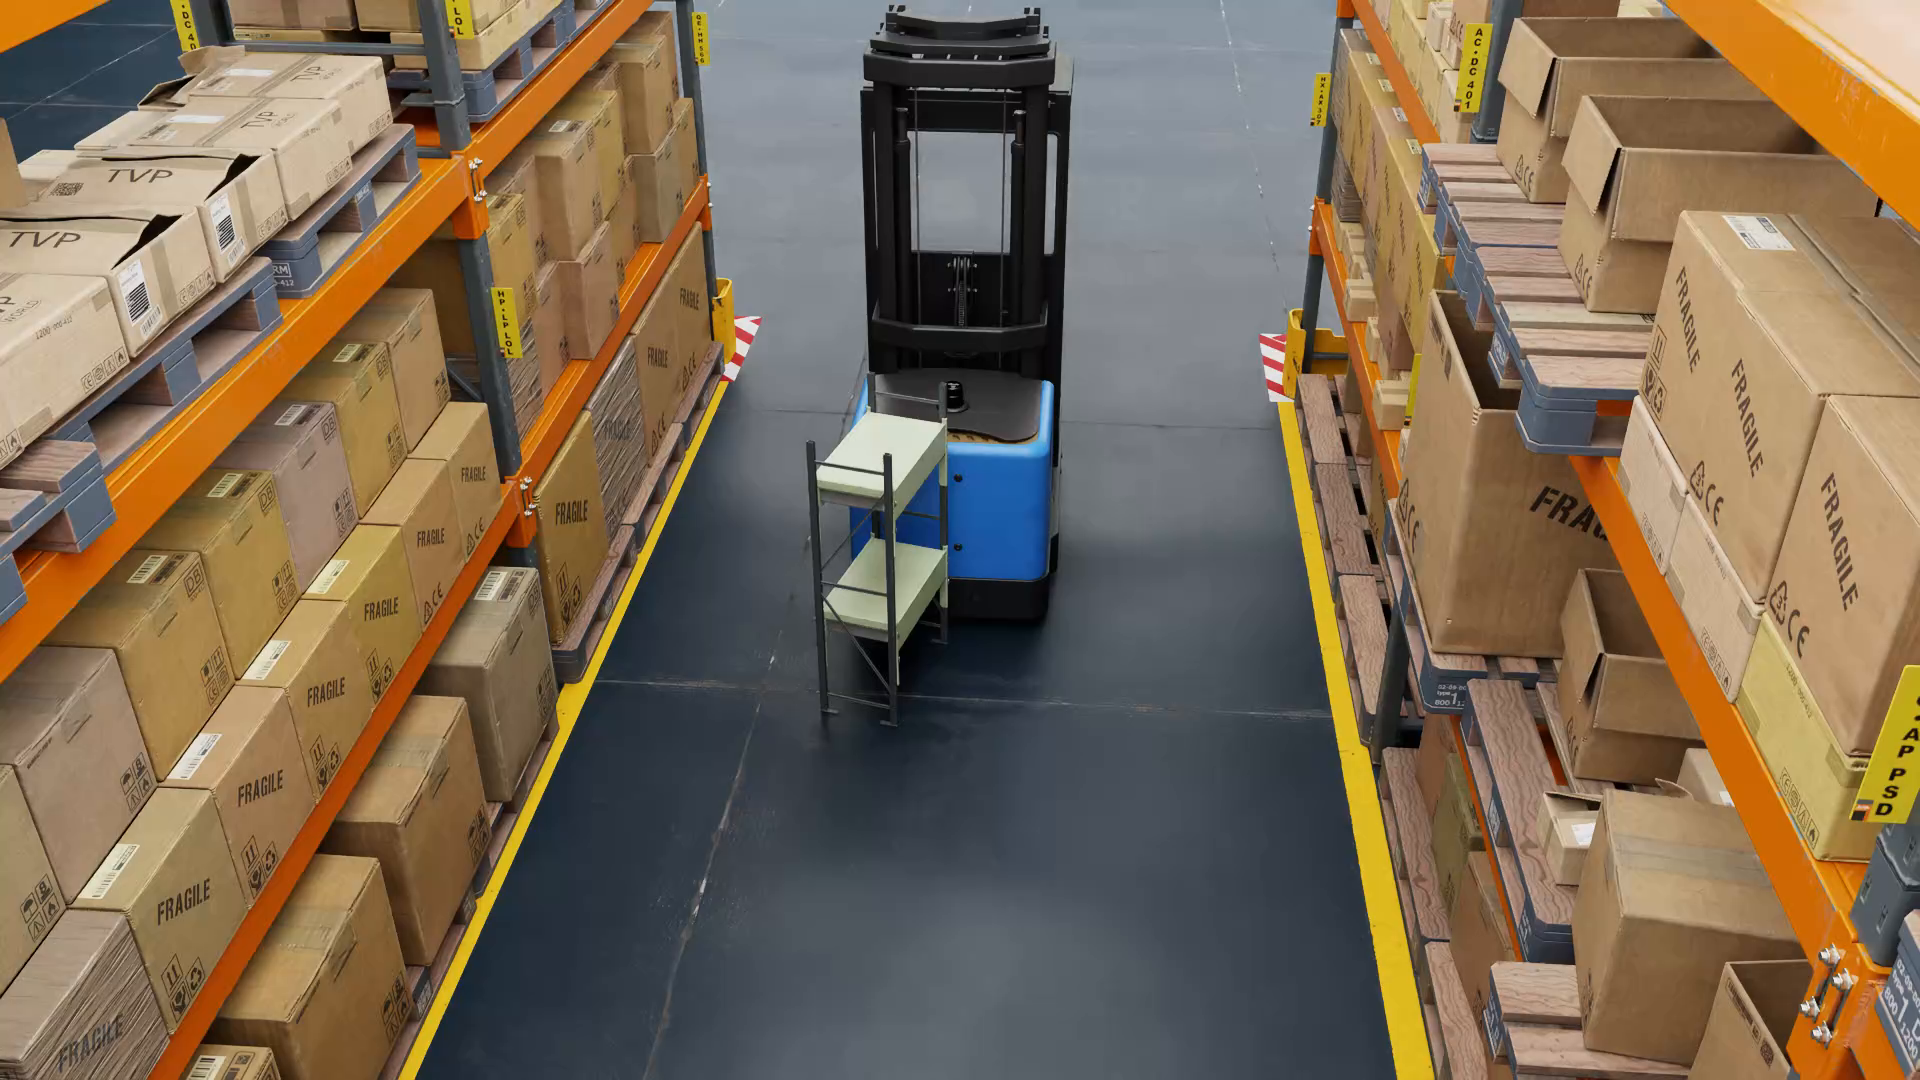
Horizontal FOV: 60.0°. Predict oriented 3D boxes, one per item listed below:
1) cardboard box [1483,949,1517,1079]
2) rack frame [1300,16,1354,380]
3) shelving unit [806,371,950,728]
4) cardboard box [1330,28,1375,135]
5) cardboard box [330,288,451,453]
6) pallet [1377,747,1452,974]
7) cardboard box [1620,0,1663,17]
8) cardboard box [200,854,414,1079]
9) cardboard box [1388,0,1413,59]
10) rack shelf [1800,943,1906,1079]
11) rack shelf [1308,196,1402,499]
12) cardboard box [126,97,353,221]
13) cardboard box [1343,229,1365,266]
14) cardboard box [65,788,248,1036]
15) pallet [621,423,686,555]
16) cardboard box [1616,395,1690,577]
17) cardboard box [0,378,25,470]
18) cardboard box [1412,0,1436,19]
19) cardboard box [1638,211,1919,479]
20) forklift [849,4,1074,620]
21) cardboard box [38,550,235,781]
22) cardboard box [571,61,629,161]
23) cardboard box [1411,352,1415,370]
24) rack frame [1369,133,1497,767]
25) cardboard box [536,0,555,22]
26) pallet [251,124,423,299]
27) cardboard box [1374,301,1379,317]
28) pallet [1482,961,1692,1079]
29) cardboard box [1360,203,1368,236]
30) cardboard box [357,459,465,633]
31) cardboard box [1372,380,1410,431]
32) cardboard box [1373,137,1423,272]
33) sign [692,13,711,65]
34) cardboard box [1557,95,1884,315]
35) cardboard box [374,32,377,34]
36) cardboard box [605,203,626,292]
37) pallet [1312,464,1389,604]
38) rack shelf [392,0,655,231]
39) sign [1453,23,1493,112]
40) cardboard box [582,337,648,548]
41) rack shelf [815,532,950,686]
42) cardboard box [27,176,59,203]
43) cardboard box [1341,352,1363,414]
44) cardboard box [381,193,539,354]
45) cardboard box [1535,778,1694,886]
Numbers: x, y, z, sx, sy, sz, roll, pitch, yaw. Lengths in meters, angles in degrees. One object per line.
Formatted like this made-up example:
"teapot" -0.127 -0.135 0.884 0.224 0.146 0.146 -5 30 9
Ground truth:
"cardboard box" 2.221 1.803 5.709 0.700 0.500 0.500 5 32 8
"rack frame" 2.766 -2.318 10.433 1.000 3.000 0.127 2 32 4
"shelving unit" -0.372 0.050 8.020 0.431 1.500 0.755 10 33 16
"cardboard box" 2.450 -2.637 9.619 0.500 0.500 0.500 2 32 4
"cardboard box" -2.529 -0.700 6.759 0.700 0.500 0.500 2 32 3
"pallet" 2.379 1.367 7.110 1.003 0.211 1.213 2 32 4
"cardboard box" 2.857 -2.315 7.332 0.380 0.149 0.250 2 32 3
"cardboard box" -2.613 1.607 5.807 1.050 0.750 0.750 3 32 5
"cardboard box" 2.352 -2.490 7.995 0.500 0.250 0.500 3 32 5
"rack shelf" 1.952 1.940 1.350 1.077 0.370 4.000 2 32 4
"rack shelf" 2.603 -0.966 8.925 1.077 0.370 4.000 2 32 4
"cardboard box" -2.376 -1.271 5.522 0.500 0.250 0.500 2 32 4
"cardboard box" 2.431 -1.681 9.639 0.380 0.149 0.250 2 32 4
"cardboard box" -2.476 1.068 4.843 0.500 0.500 0.500 2 32 4
"pallet" -2.258 -0.338 9.878 1.003 0.211 1.213 2 32 4
"cardboard box" 1.980 -0.130 4.166 0.500 0.250 0.500 3 32 5
"cardboard box" -2.542 -0.229 3.774 0.500 0.311 0.500 3 32 4
"cardboard box" 2.281 -2.481 7.602 0.380 0.149 0.250 4 32 6
"cardboard box" 1.991 -0.455 3.978 0.500 0.500 0.500 3 32 5
"forklift" 0.049 -1.577 9.296 1.130 2.935 3.031 2 32 4
"cardboard box" -2.694 0.365 5.031 0.700 0.500 0.500 2 32 3
"cardboard box" -2.372 -2.336 9.289 0.875 0.550 0.550 2 32 4
"cardboard box" 2.615 -0.889 7.734 0.875 0.500 0.500 2 32 4
"rack frame" 2.441 -0.227 7.039 1.000 3.000 0.127 2 32 4
"cardboard box" -2.065 -2.456 7.541 0.380 0.149 0.250 2 32 3
"pallet" -2.520 -1.206 5.951 0.805 0.209 1.217 1 32 2
"cardboard box" 2.398 -1.156 8.787 0.380 0.149 0.250 2 32 4
"pallet" 2.067 1.569 4.308 1.213 0.211 1.003 2 32 4
"cardboard box" 2.773 -1.935 9.432 0.875 0.500 0.500 2 32 4
"cardboard box" -2.312 0.014 6.553 0.500 0.500 0.500 2 32 3
"cardboard box" 2.184 -0.639 7.947 0.380 0.149 0.250 2 32 4
"cardboard box" 2.284 -1.592 7.922 0.500 0.500 0.500 2 32 4
"sign" -1.629 -3.147 10.448 0.100 0.325 0.005 2 32 4
"cardboard box" 2.228 -0.992 4.924 0.797 0.503 0.637 4 32 6
"cardboard box" -2.744 -2.354 7.376 0.380 0.149 0.250 3 32 5
"cardboard box" -2.350 -1.596 9.118 0.875 0.550 0.500 2 32 4
"pallet" 2.557 -0.032 9.381 1.003 0.211 1.213 2 32 4
"rack shelf" -2.332 -2.508 8.568 1.077 0.370 4.000 2 32 4
"sign" 1.899 -1.743 6.148 0.100 0.325 0.005 2 32 4
"cardboard box" -2.304 -0.563 9.210 0.875 0.875 0.875 3 32 4
"rack shelf" -0.372 0.327 8.191 0.431 0.370 0.720 10 33 16
"cardboard box" -2.858 -0.963 5.008 0.396 0.266 0.258 2 32 4
"cardboard box" 2.699 -1.107 10.450 0.500 0.500 0.500 8 33 13
"cardboard box" -2.430 -1.207 7.457 0.875 0.550 0.550 2 32 4
"cardboard box" 1.982 0.860 5.004 0.396 0.266 0.258 2 32 3
